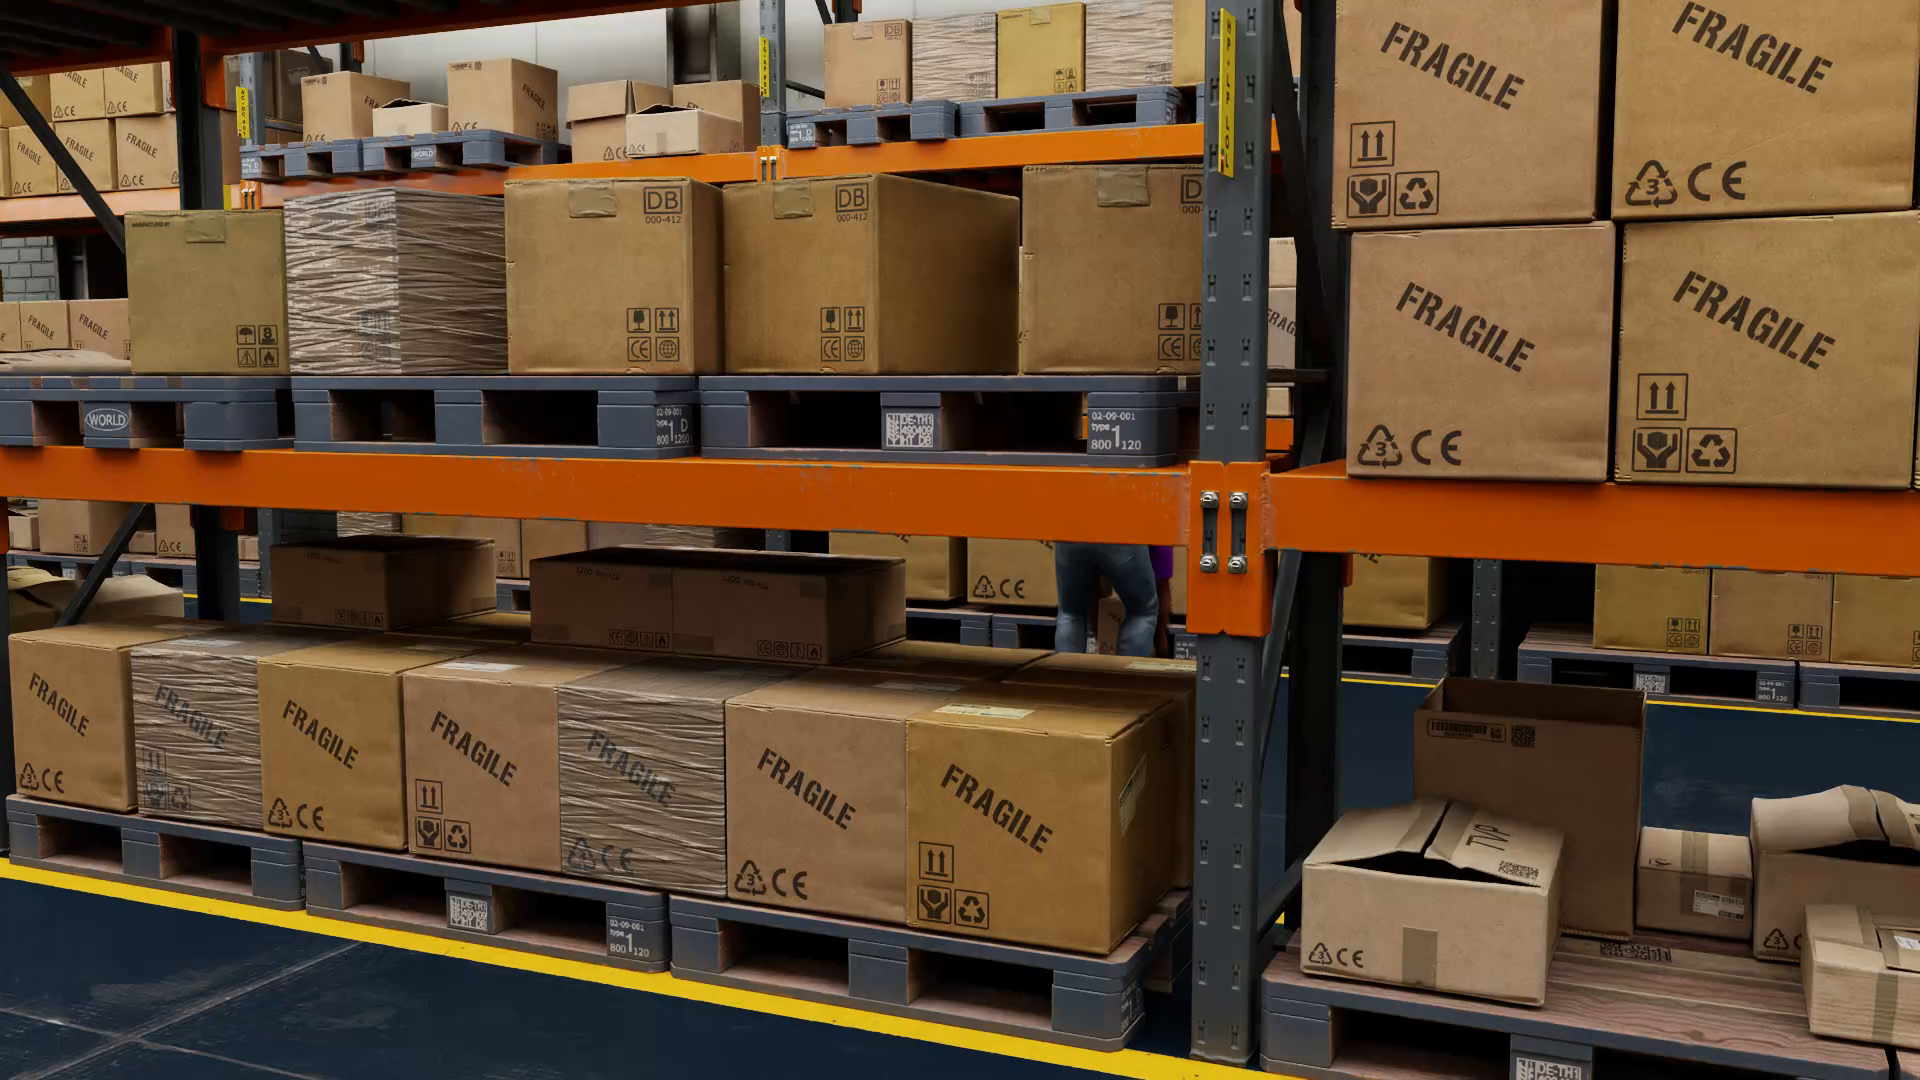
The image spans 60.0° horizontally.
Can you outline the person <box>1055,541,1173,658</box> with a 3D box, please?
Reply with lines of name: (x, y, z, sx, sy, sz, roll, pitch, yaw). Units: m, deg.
person: (0.704, 0.235, 7.552, 0.479, 1.075, 0.982, 2, 6, 21)
